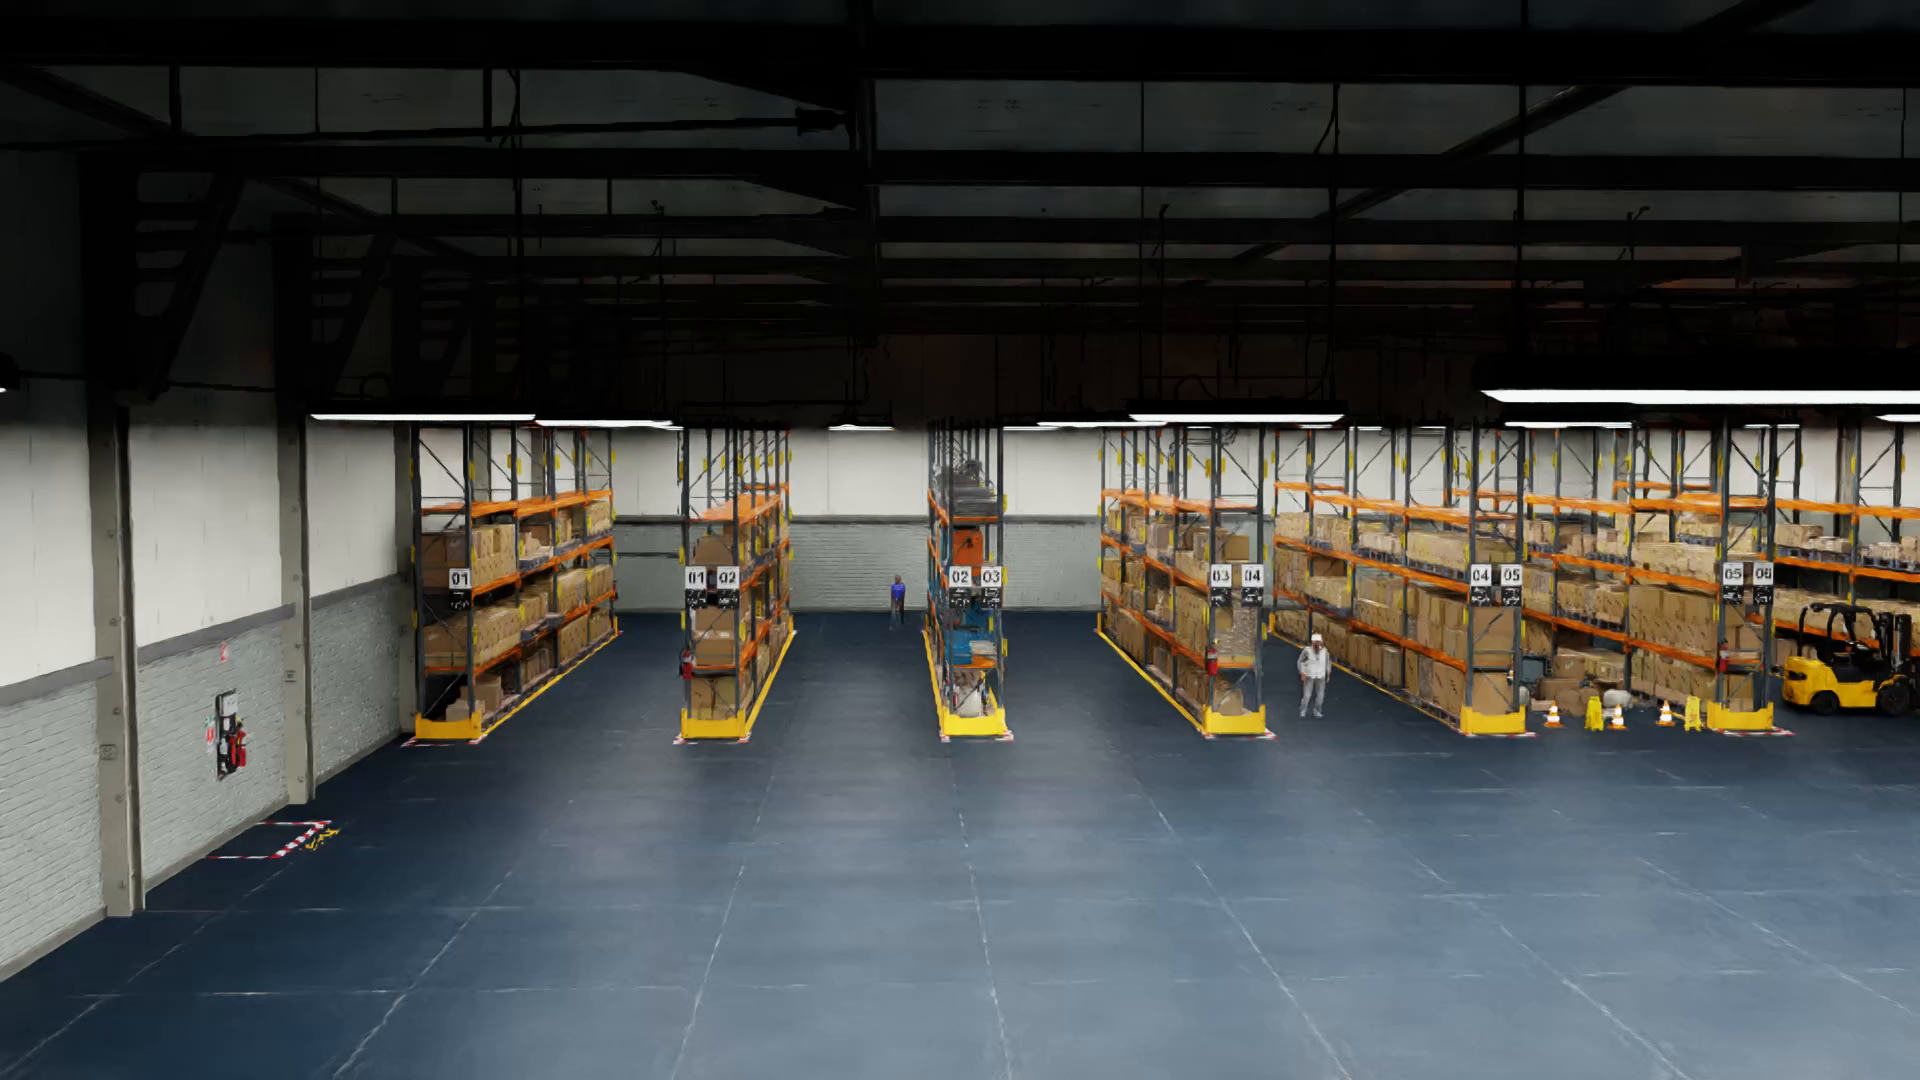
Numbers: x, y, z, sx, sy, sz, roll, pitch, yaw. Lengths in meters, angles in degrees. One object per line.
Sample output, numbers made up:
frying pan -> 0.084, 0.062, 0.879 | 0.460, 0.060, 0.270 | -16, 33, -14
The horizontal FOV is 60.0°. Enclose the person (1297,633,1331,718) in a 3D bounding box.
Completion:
person -> 7.072, 2.702, 33.186 | 0.677, 1.726, 0.574 | 0, 4, -3

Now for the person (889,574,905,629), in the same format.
person -> -1.787, 1.776, 48.114 | 0.443, 1.587, 0.989 | 0, 4, 6

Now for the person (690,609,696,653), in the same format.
person -> -6.580, 2.218, 41.370 | 0.592, 1.629, 0.531 | 0, 4, -4
